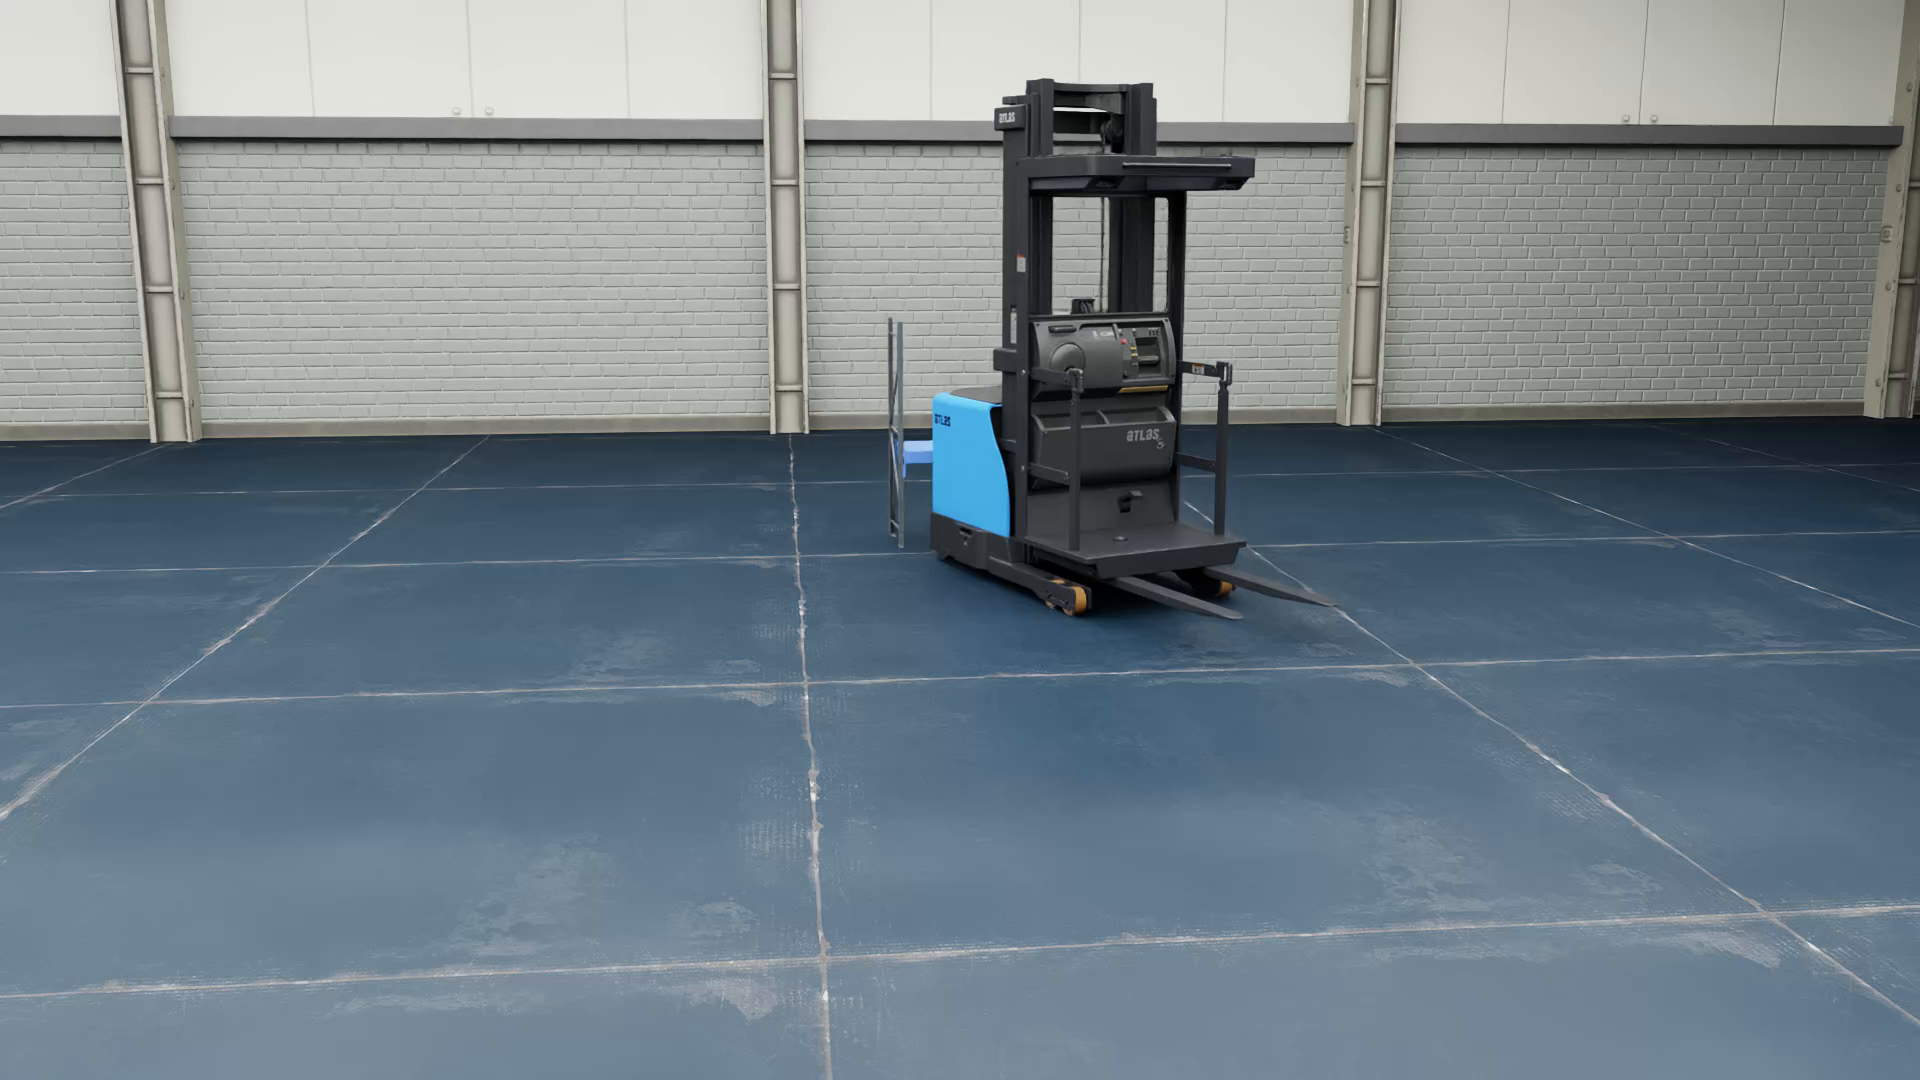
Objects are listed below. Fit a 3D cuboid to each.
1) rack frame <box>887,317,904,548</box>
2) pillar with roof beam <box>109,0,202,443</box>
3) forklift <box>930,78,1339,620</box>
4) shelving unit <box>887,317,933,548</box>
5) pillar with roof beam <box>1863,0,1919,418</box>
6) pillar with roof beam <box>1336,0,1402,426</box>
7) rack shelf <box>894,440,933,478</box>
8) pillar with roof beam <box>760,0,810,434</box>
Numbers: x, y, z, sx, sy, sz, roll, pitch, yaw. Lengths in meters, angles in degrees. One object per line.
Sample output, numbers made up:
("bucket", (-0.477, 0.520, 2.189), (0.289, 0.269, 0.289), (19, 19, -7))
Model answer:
("rack frame", (-0.432, -0.728, 11.184), (0.032, 1.500, 0.500), (-2, 11, -10))
("pillar with roof beam", (-7.241, -4.573, 11.300), (0.400, 9.000, 9.100), (-1, 11, -6))
("forklift", (0.944, -1.117, 9.451), (1.130, 2.935, 3.031), (-6, 13, -27))
("shelving unit", (0.068, -0.746, 11.274), (1.048, 1.500, 0.538), (-2, 11, -10))
("pillar with roof beam", (10.654, -4.948, 13.208), (0.400, 9.000, 9.100), (-1, 11, -6))
("pillar with roof beam", (4.689, -4.823, 12.572), (0.400, 9.000, 9.100), (-1, 11, -6))
("rack shelf", (0.068, -0.569, 11.309), (1.000, 0.185, 0.538), (-2, 11, -10))
("pillar with roof beam", (-1.276, -4.698, 11.936), (0.400, 9.000, 9.100), (-1, 11, -6))
